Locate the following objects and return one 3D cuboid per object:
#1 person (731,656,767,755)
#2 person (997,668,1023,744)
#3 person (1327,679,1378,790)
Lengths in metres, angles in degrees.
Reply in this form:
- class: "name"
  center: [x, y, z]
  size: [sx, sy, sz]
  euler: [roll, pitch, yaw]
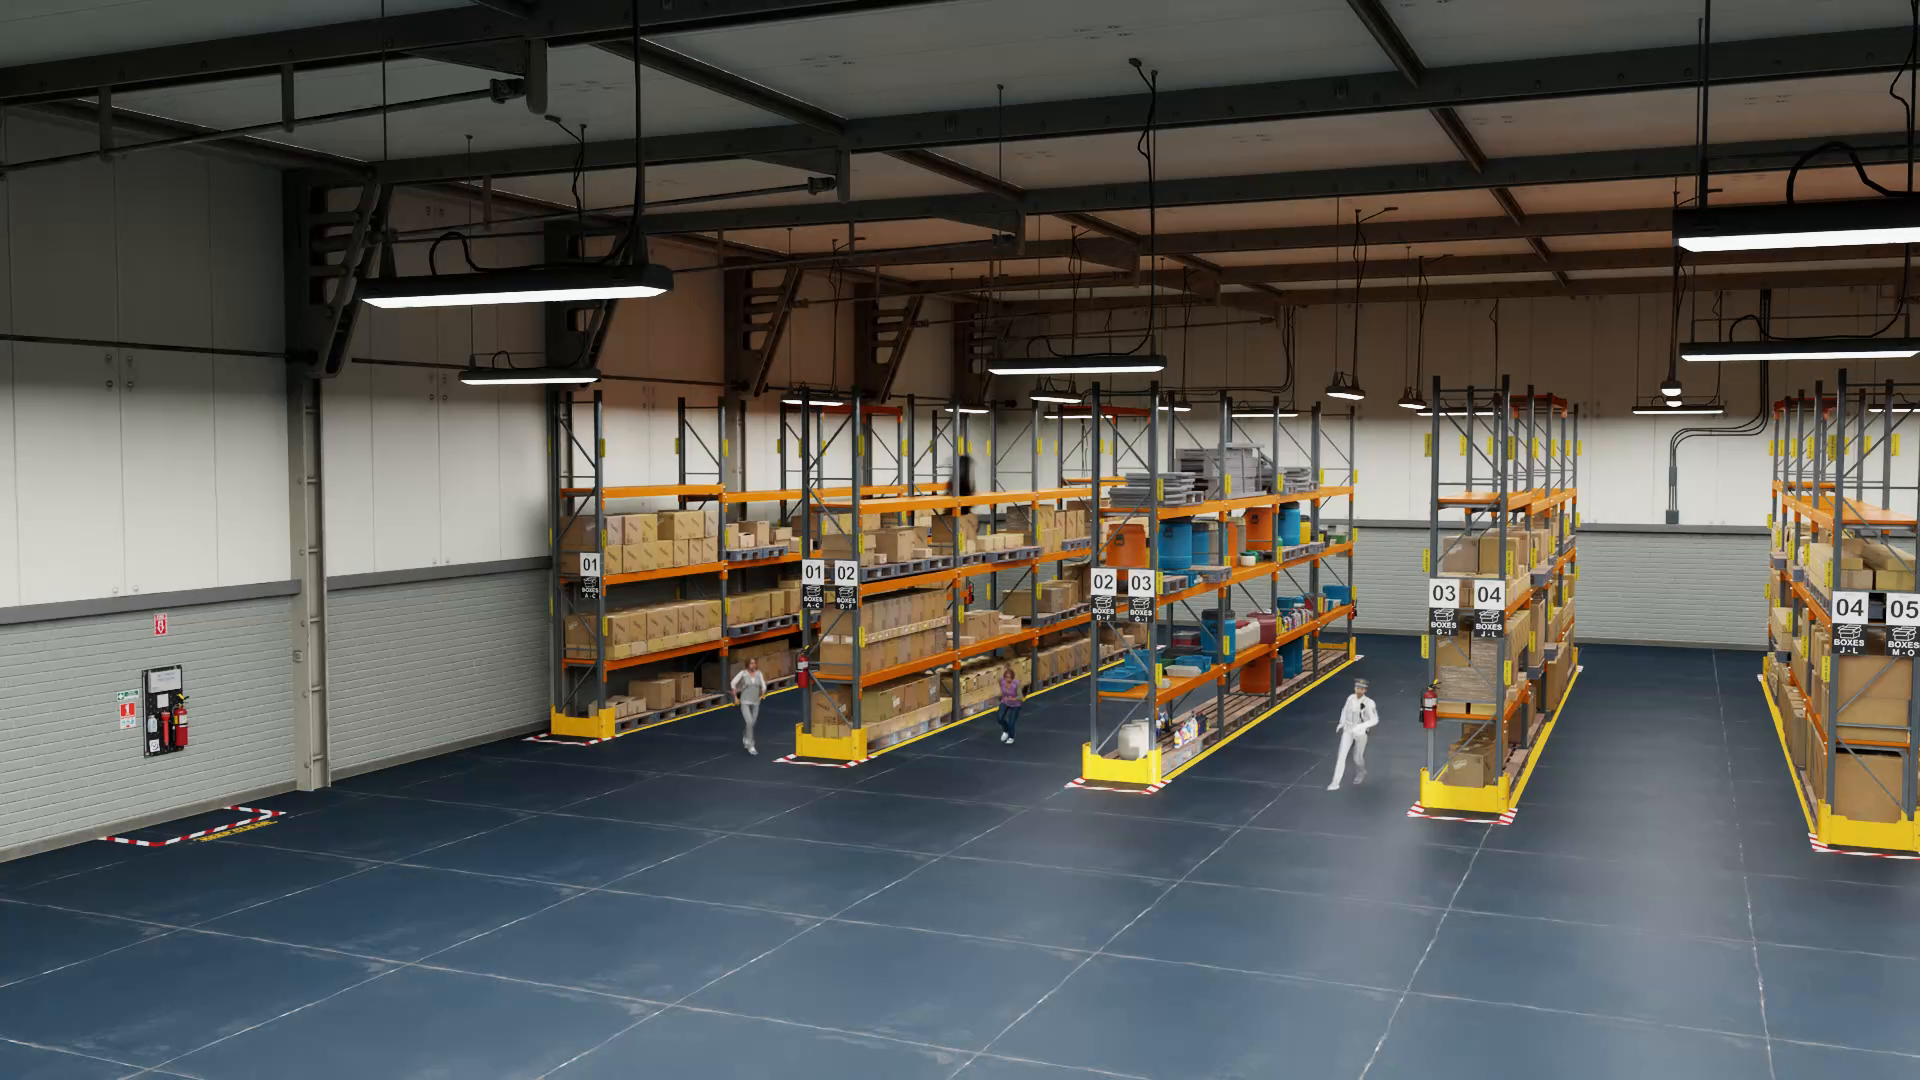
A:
- class: "person"
  center: [-3.463, 2.690, 27.306]
  size: [0.552, 1.590, 0.769]
  euler: [-2, 4, -28]
- class: "person"
  center: [0.804, 2.785, 27.760]
  size: [0.510, 1.342, 0.925]
  euler: [1, 3, 17]
- class: "person"
  center: [5.764, 2.798, 24.149]
  size: [0.639, 1.611, 1.016]
  euler: [2, 4, 34]
